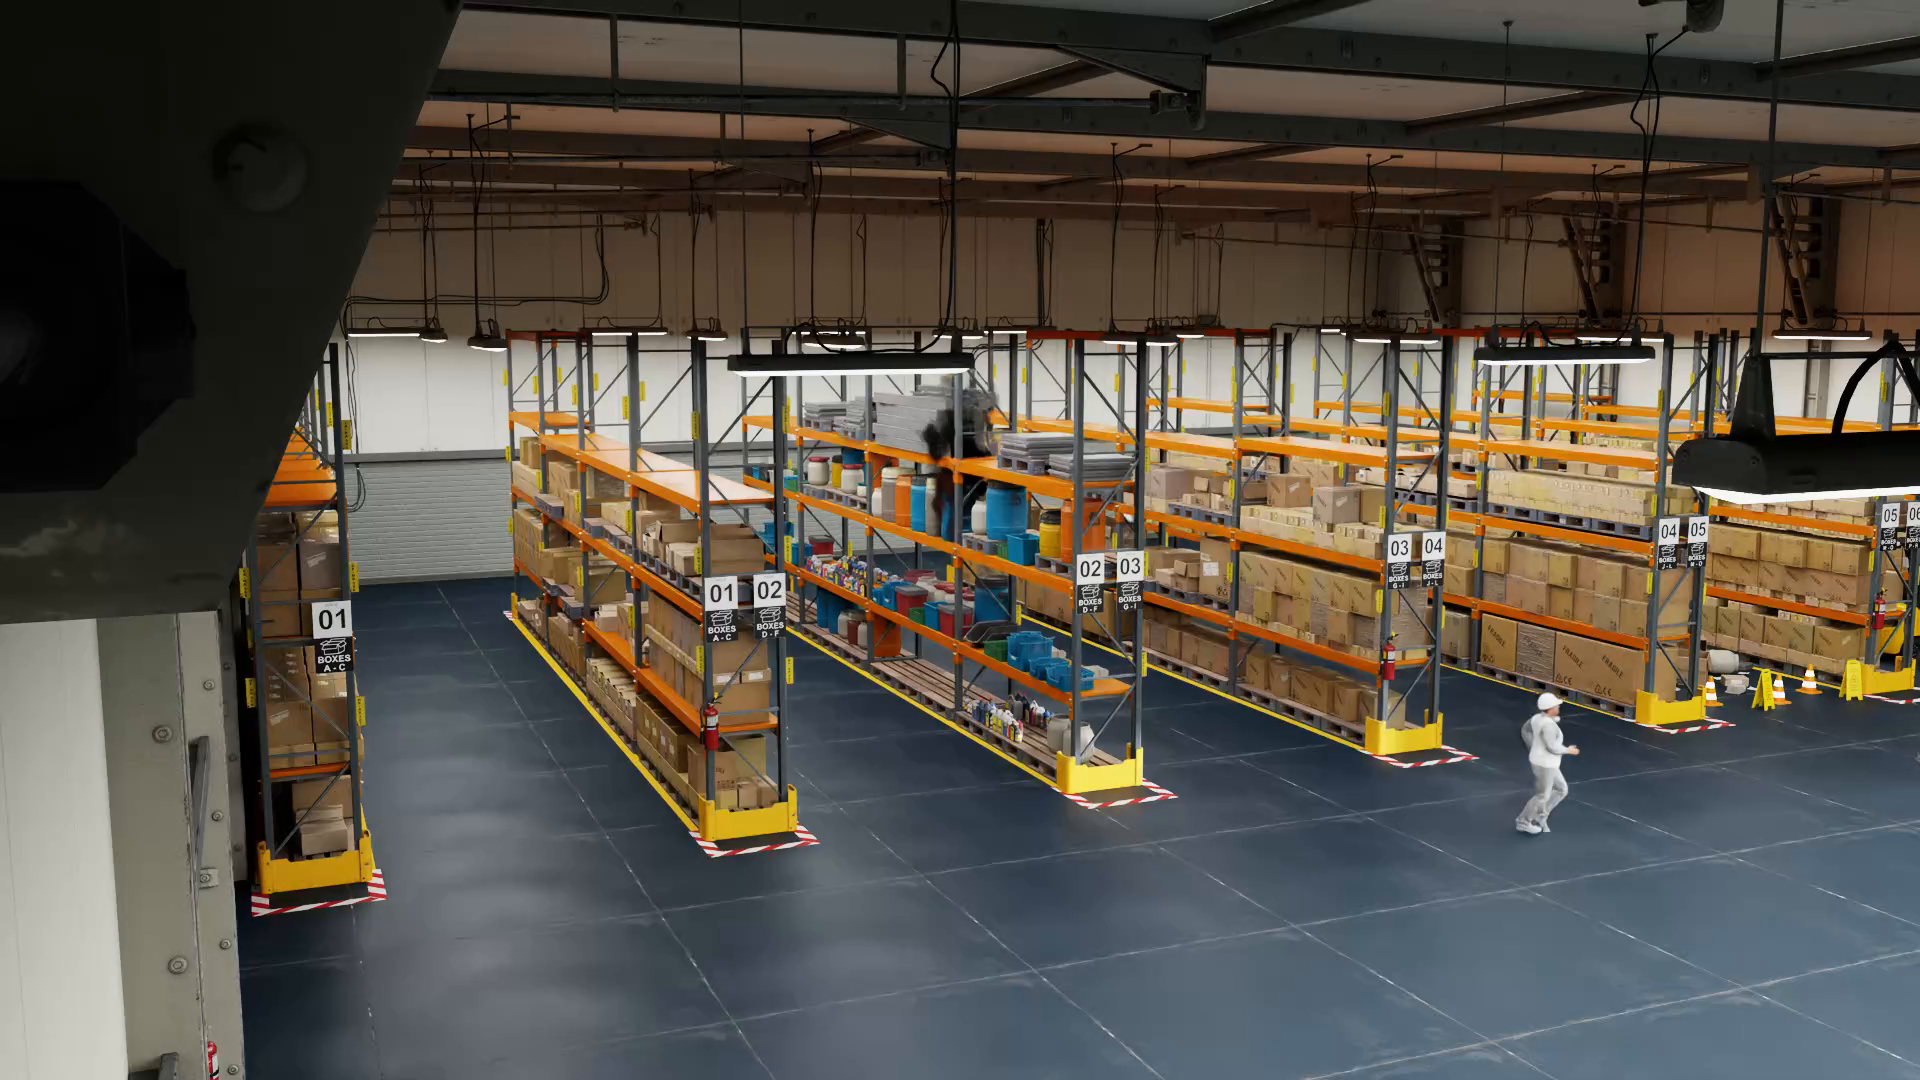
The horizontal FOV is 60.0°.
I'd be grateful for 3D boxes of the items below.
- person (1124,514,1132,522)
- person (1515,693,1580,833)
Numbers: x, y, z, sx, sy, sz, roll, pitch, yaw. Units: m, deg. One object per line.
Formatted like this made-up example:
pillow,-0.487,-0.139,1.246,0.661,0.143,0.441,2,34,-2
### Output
person,4.058,-0.127,41.559,0.508,1.660,0.618,-3,8,-20
person,7.137,2.731,20.193,0.700,1.781,0.649,2,8,11
